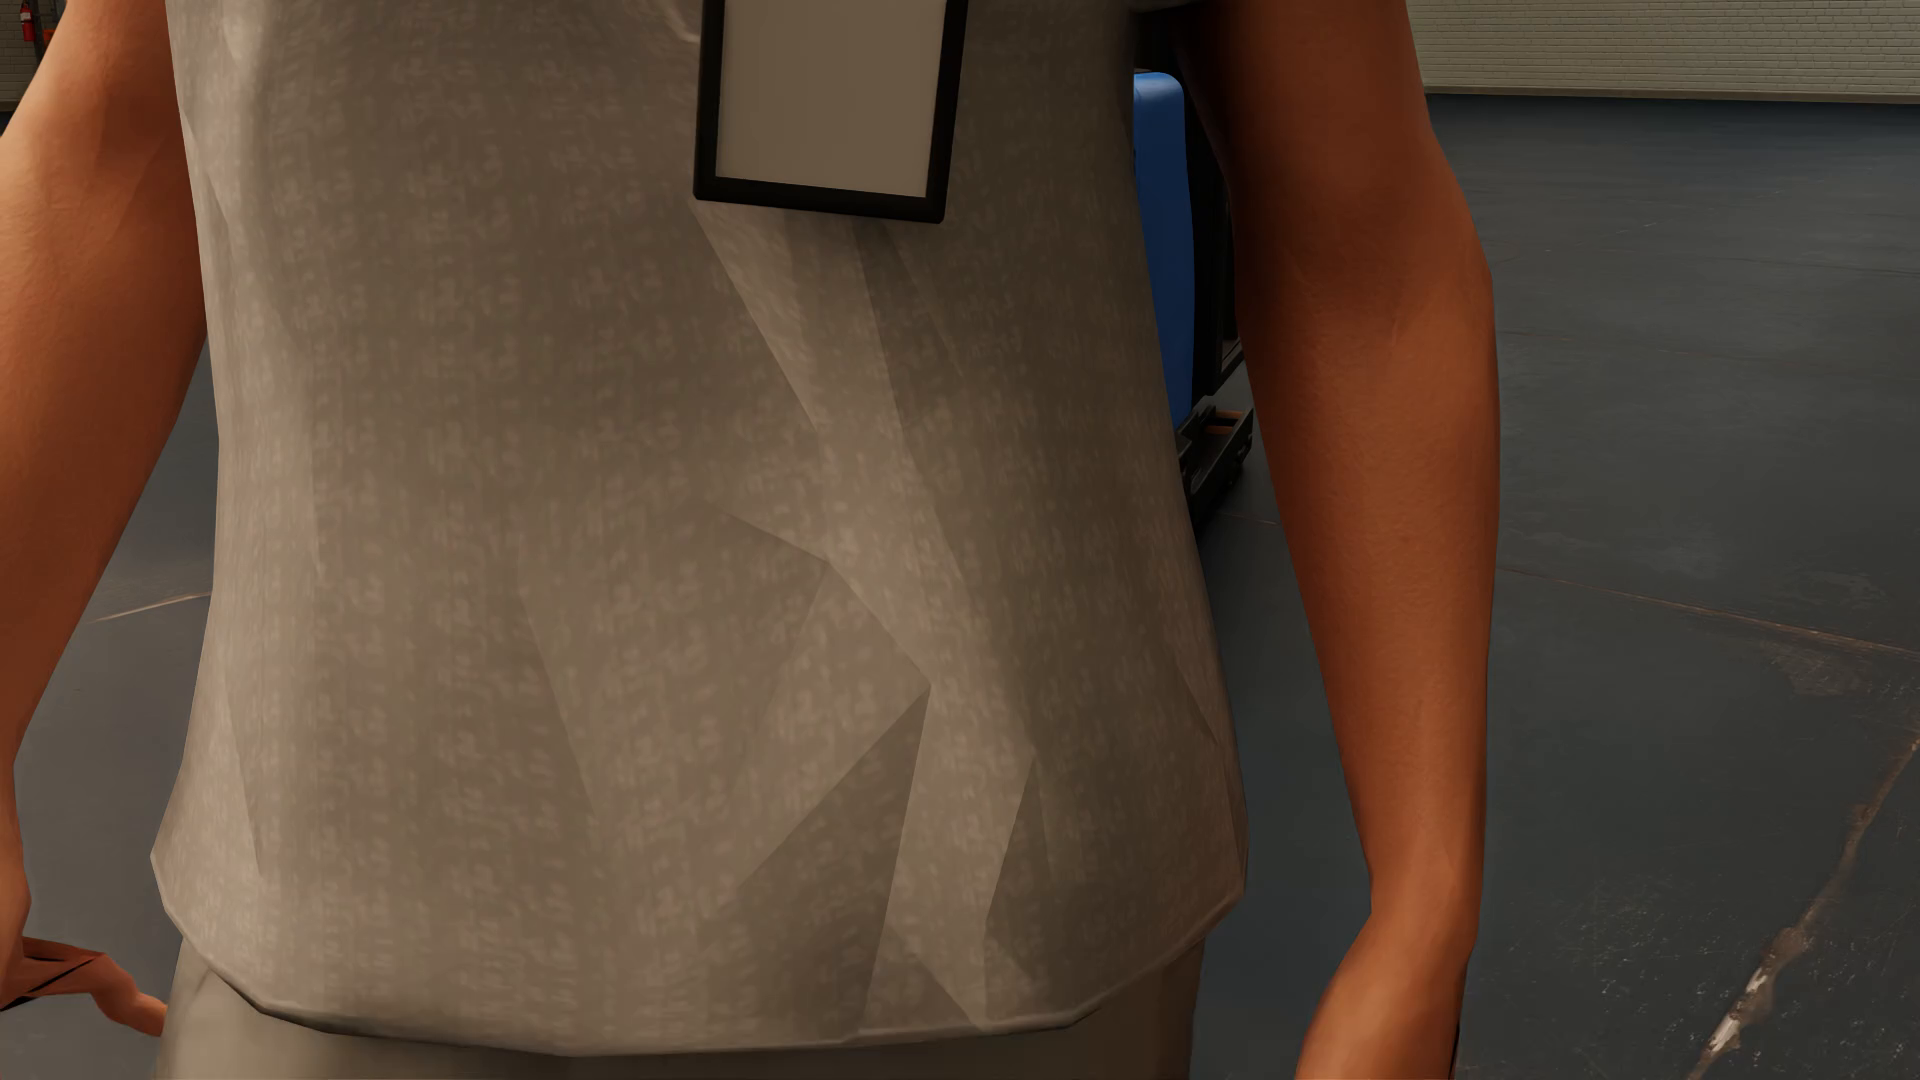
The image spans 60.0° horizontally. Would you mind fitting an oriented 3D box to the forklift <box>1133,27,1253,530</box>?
[{"bbox_3d":[0.182,-1.571,4.072,1.130,2.935,3.031,5,18,17],"label":"forklift"}]
